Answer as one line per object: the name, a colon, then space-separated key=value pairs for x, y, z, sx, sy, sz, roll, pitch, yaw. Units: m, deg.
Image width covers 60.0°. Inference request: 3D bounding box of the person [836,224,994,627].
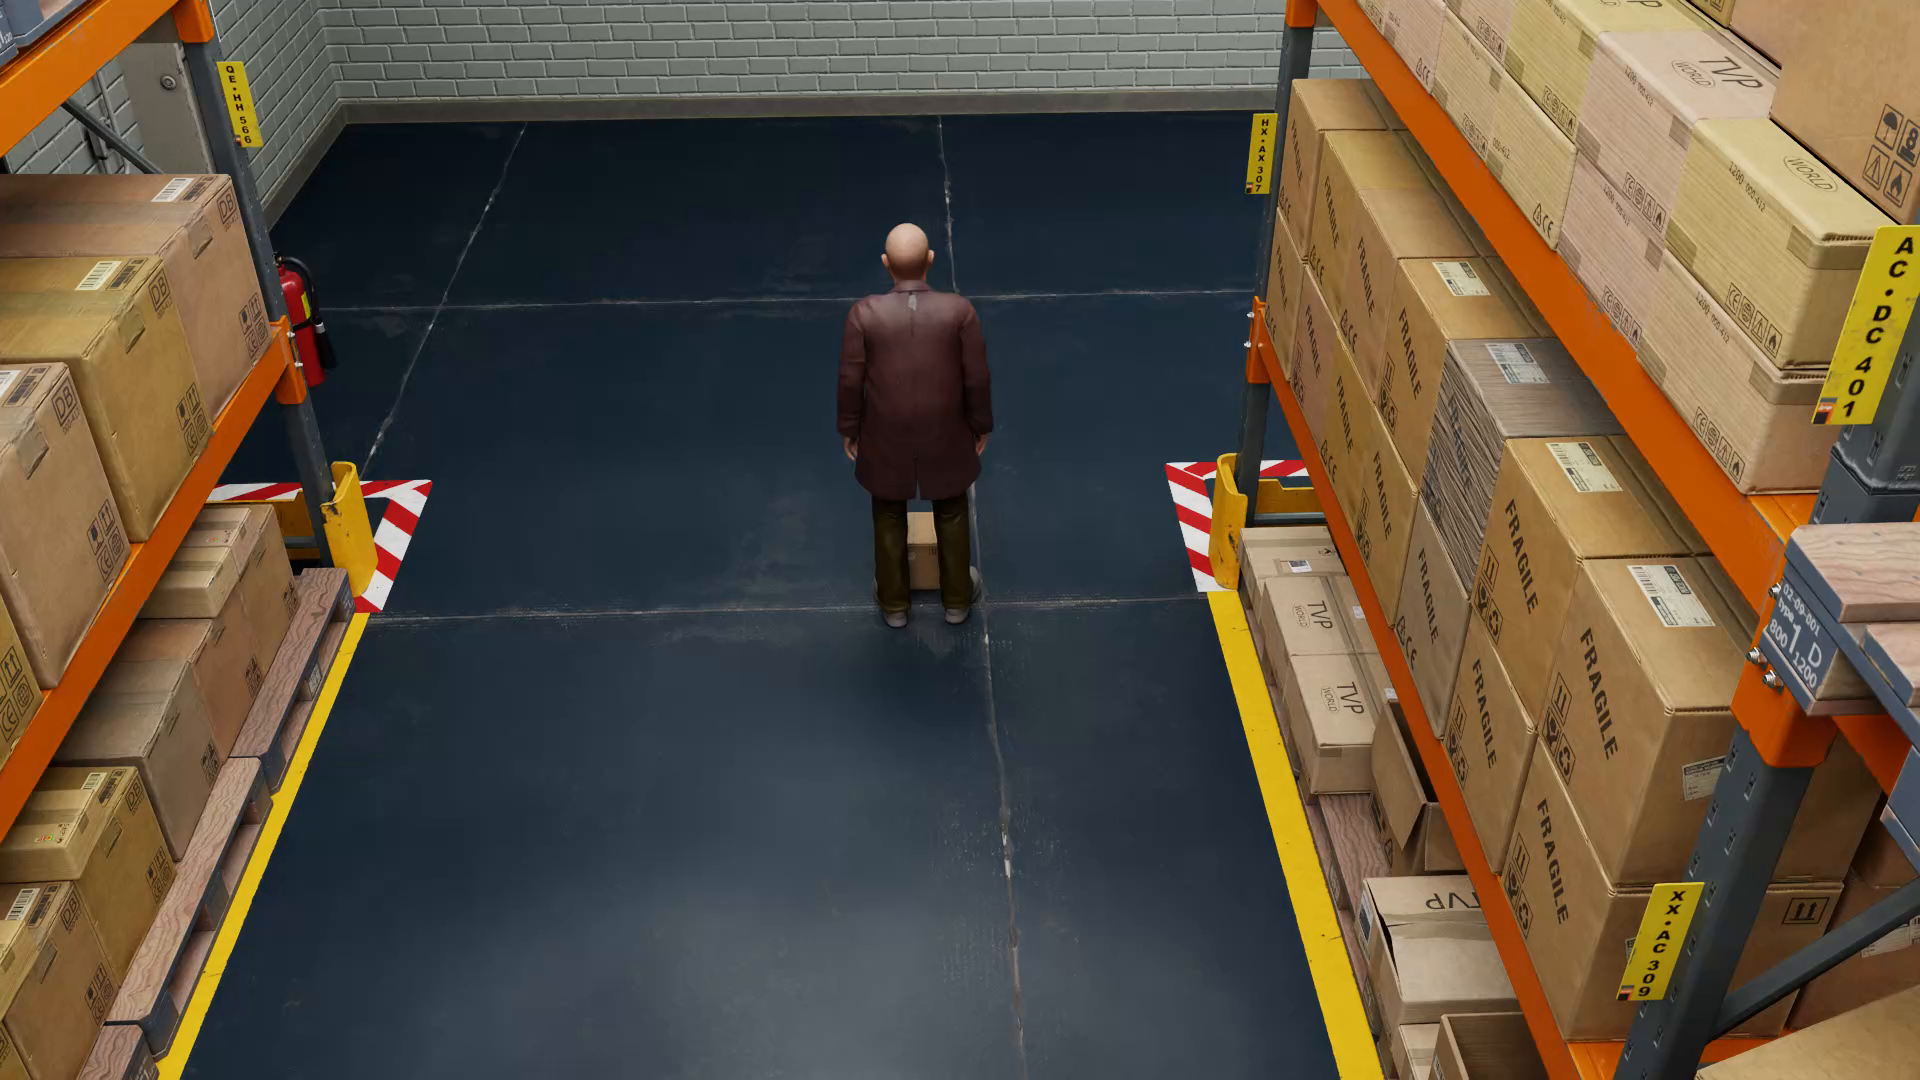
person: x=-0.182 y=-0.441 z=6.793 sx=0.644 sy=1.774 sz=0.425 roll=-1 pitch=35 yaw=-2
